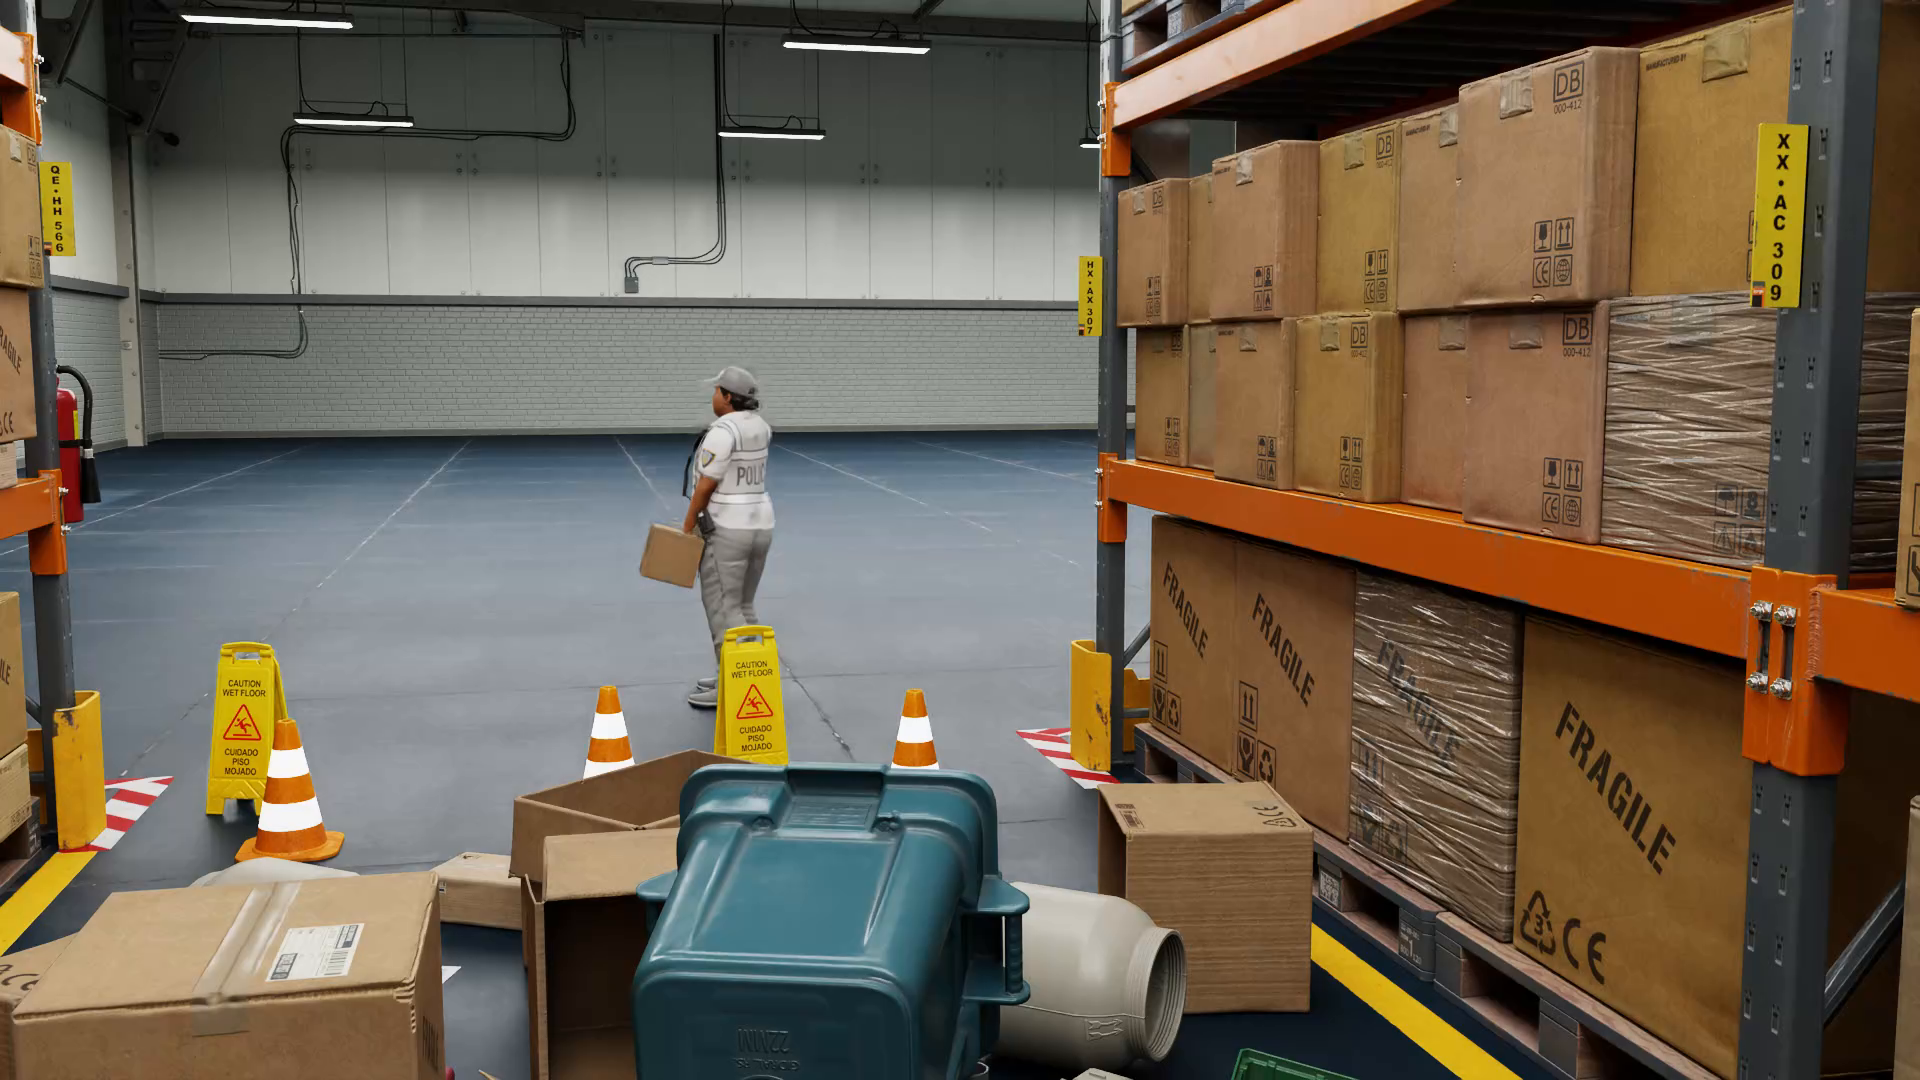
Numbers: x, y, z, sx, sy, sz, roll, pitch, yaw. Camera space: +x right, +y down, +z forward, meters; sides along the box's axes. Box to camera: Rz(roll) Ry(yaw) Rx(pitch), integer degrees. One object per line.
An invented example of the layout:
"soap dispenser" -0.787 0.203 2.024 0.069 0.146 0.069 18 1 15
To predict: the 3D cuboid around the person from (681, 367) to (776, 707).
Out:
"person" -1.194 -0.025 8.292 0.506 1.671 0.514 3 7 24
